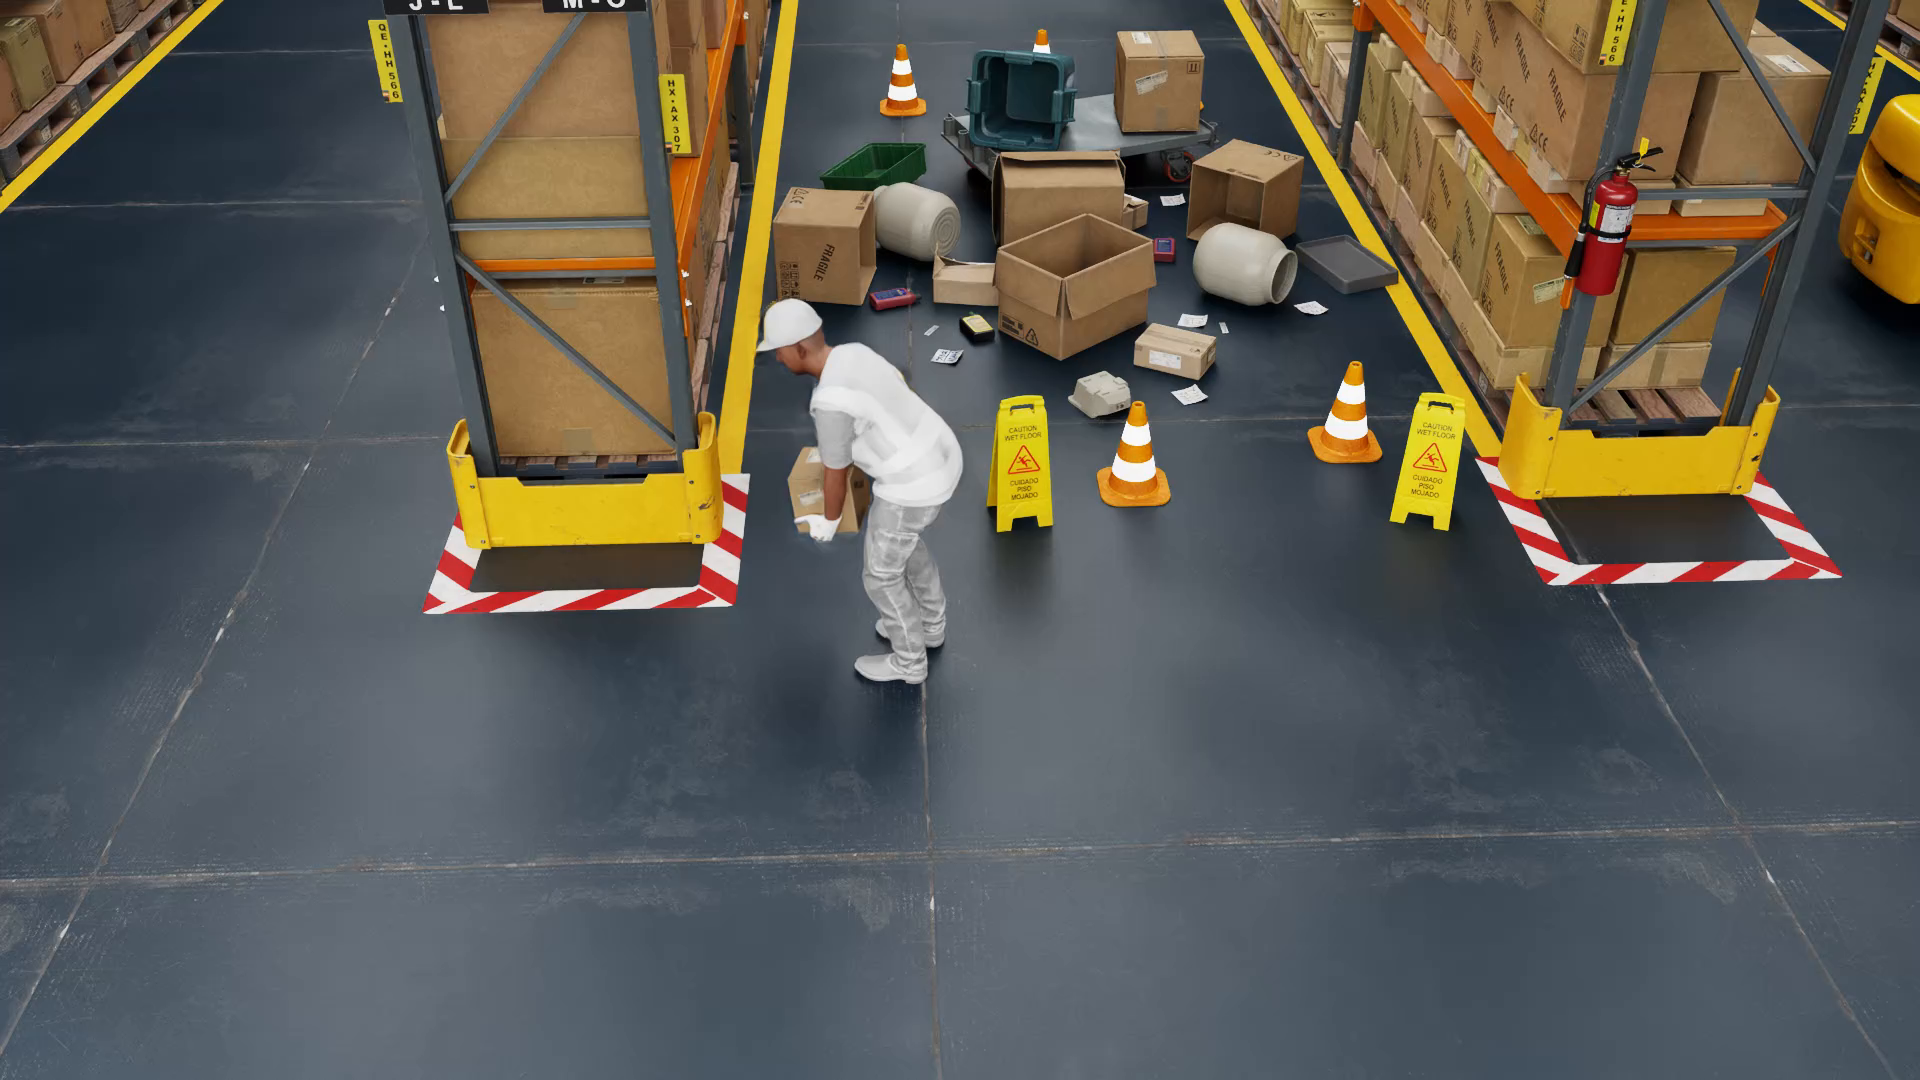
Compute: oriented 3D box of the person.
[{"bbox_3d":[-0.381,-0.193,6.555,0.771,1.608,0.475,8,36,12],"label":"person"}]
